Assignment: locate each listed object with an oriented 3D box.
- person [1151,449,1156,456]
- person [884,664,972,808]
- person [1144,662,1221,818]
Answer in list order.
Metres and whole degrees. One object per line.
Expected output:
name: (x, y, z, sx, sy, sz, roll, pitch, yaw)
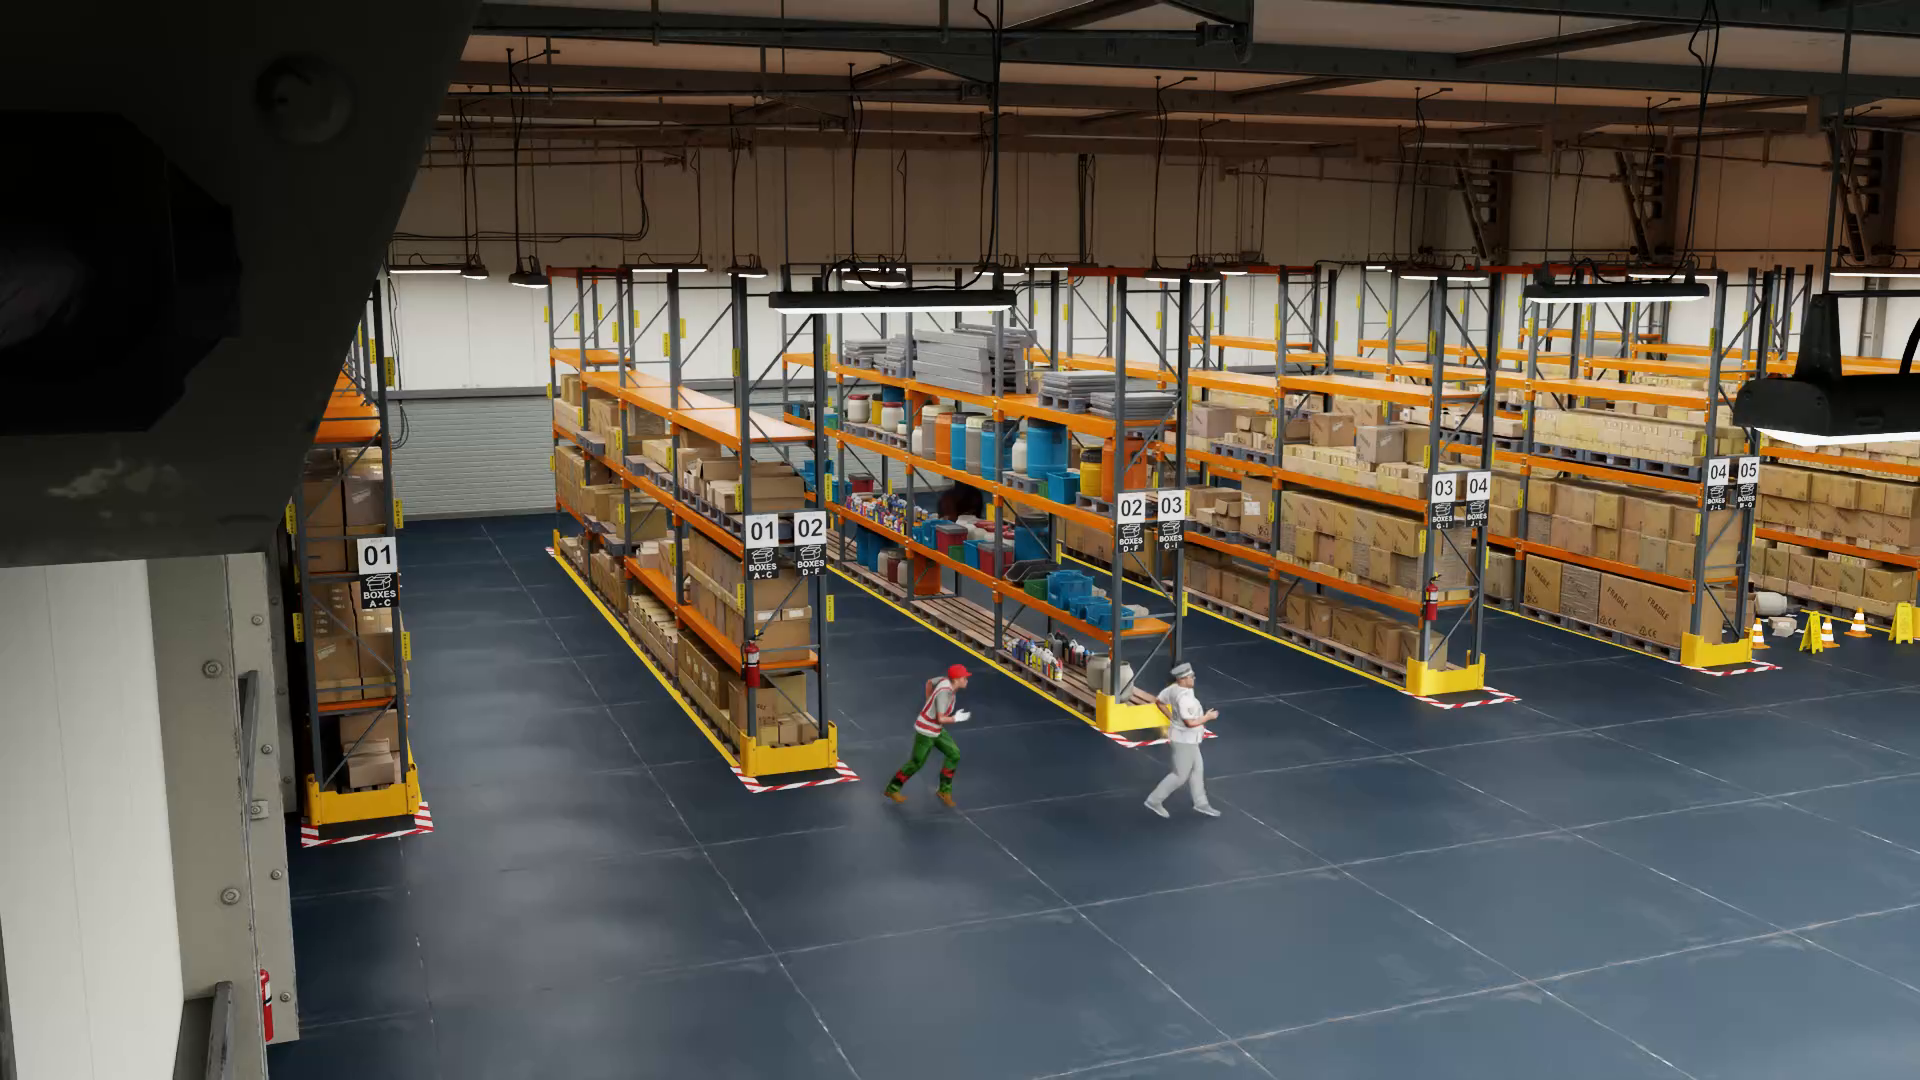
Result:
person: (4.705, -1.518, 40.641, 0.700, 1.641, 0.865, 5, 11, 25)
person: (-0.364, 2.250, 19.053, 1.014, 1.718, 0.704, 1, 10, 5)
person: (2.503, 2.245, 18.540, 0.898, 1.805, 0.653, 0, 10, -1)
